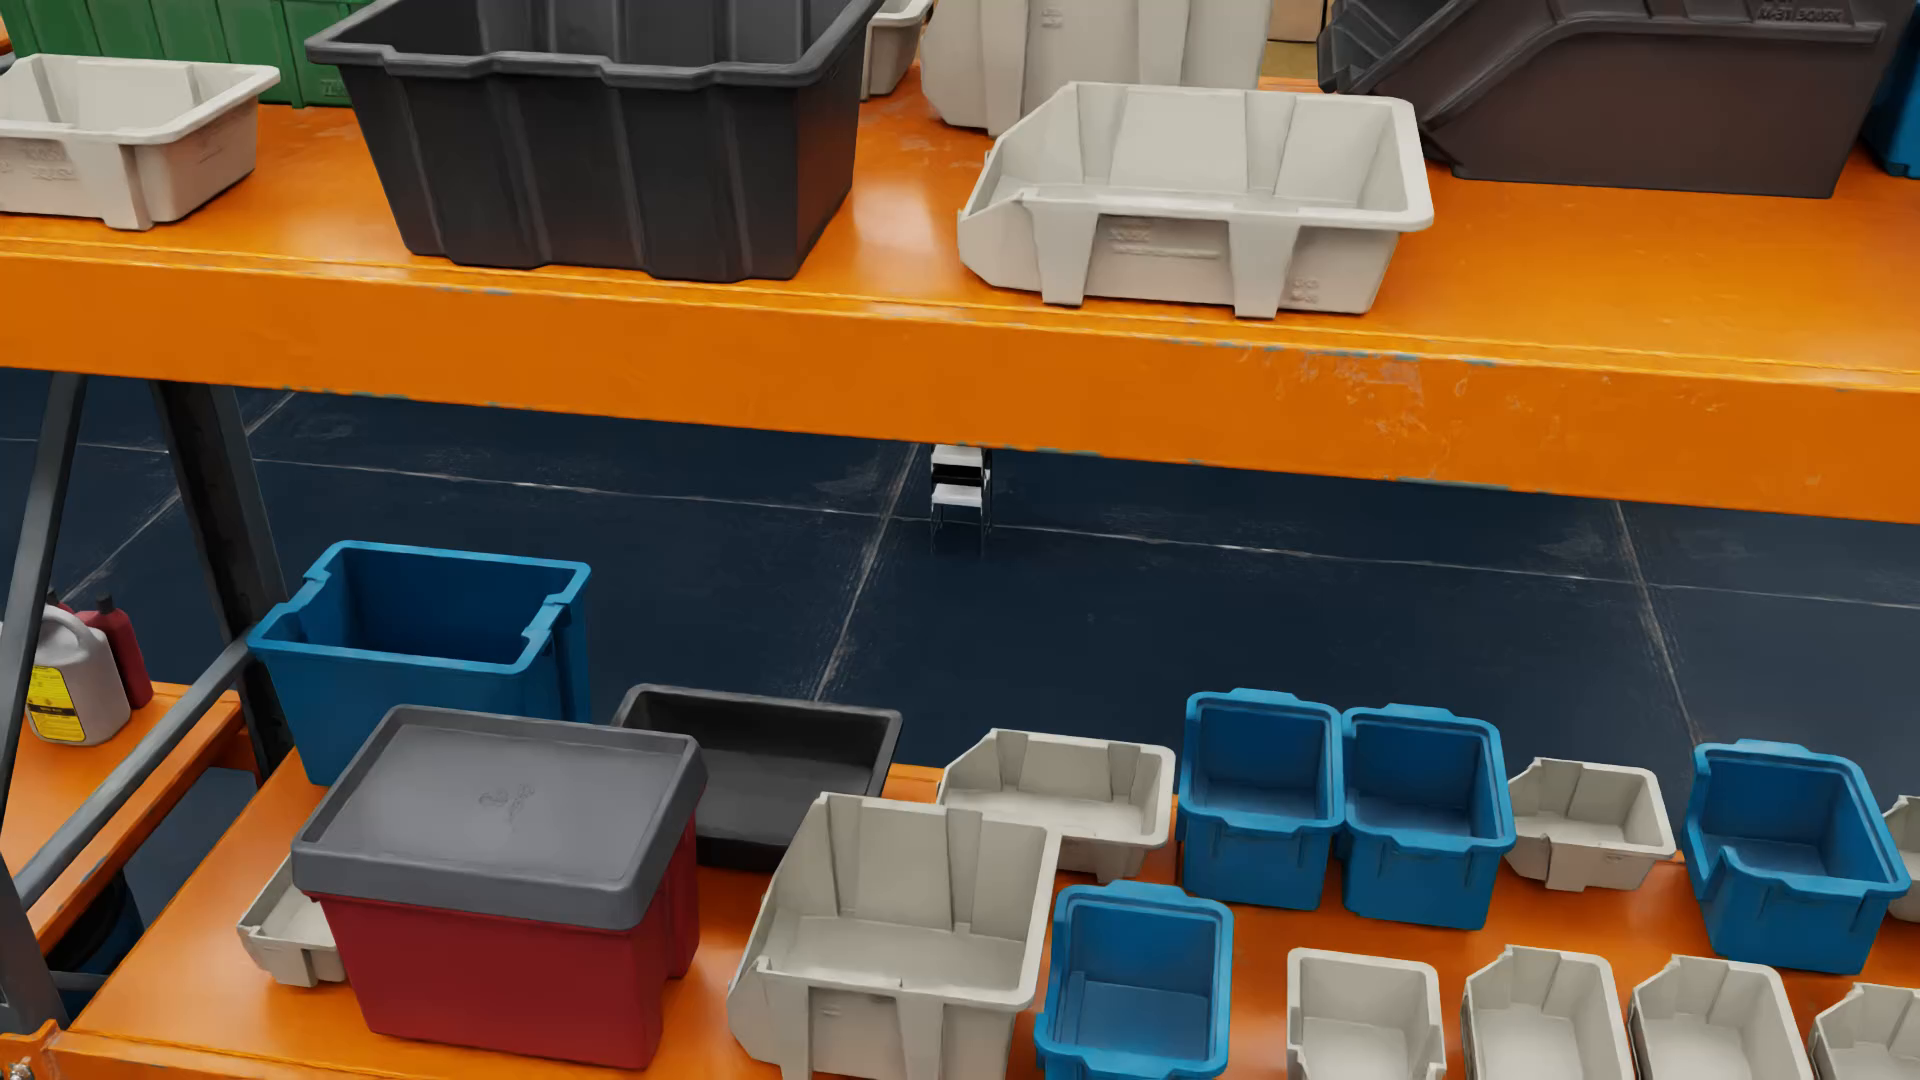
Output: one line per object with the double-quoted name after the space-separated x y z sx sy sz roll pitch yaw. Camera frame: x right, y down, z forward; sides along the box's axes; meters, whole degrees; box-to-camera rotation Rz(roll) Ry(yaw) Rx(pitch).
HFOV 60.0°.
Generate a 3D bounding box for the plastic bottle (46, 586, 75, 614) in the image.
-2.009 0.225 3.673 0.133 0.283 0.061 5 32 8 "plastic bottle"

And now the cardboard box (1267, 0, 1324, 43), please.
1.191 -2.286 6.538 0.500 0.500 0.500 6 33 10 "cardboard box"

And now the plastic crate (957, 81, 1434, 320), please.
0.276 -0.414 2.005 0.530 0.136 0.437 5 32 8 "plastic crate"

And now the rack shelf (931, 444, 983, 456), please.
0.008 -0.429 6.480 0.200 0.077 0.258 5 32 8 "rack shelf"

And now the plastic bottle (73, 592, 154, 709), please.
-1.878 0.237 3.654 0.133 0.283 0.061 5 32 8 "plastic bottle"

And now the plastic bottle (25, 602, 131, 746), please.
-1.920 0.260 3.554 0.185 0.351 0.144 5 32 8 "plastic bottle"

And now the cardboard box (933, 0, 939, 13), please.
0.175 -2.378 6.685 0.500 0.500 0.500 4 32 7 "cardboard box"

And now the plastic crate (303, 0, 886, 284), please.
-0.410 -0.518 2.047 0.590 0.269 0.497 5 32 8 "plastic crate"

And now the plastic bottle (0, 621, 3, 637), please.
-2.126 0.259 3.696 0.097 0.201 0.097 0 32 0 "plastic bottle"

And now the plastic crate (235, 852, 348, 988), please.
-1.153 0.646 3.082 0.243 0.136 0.396 5 32 8 "plastic crate"

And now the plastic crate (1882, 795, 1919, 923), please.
1.865 0.621 3.123 0.298 0.136 0.250 5 32 8 "plastic crate"

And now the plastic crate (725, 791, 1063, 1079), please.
-0.114 0.701 2.858 0.530 0.282 0.437 5 32 8 "plastic crate"

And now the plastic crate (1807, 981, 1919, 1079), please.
1.521 0.909 2.663 0.243 0.136 0.396 5 32 8 "plastic crate"

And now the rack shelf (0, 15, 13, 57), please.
-3.560 -0.701 2.894 4.000 0.370 1.077 5 32 8 "rack shelf"

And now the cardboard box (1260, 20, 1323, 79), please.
1.205 -1.866 6.810 0.500 0.500 0.500 5 32 8 "cardboard box"

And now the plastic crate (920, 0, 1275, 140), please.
0.222 -0.780 2.453 0.530 0.282 0.437 5 32 8 "plastic crate"

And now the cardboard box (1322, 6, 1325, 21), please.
1.795 -2.099 7.182 0.500 0.500 0.500 5 32 8 "cardboard box"

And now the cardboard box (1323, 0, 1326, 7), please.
1.790 -2.523 6.917 0.500 0.500 0.500 6 32 9 "cardboard box"

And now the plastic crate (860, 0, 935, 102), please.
-0.270 -0.801 2.625 0.466 0.136 0.293 5 32 8 "plastic crate"

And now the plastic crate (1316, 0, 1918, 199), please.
0.895 -0.725 2.312 0.767 0.338 0.504 5 32 8 "plastic crate"

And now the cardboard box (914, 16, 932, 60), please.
-0.294 -2.001 7.025 0.500 0.500 0.500 6 33 9 "cardboard box"

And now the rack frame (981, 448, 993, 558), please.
0.108 -0.372 6.496 0.006 0.900 0.240 5 32 8 "rack frame"

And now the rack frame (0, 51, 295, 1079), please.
-1.589 0.445 3.211 0.053 2.616 0.949 5 32 8 "rack frame"

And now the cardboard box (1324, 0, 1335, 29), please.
1.697 -2.240 6.465 0.500 0.500 0.500 6 33 10 "cardboard box"

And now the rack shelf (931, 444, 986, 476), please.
0.008 -0.352 6.528 0.200 0.077 0.258 5 32 8 "rack shelf"

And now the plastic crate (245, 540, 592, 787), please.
-1.070 0.288 3.421 0.575 0.384 0.392 5 32 8 "plastic crate"

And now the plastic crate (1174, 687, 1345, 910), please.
0.573 0.508 3.213 0.300 0.233 0.416 5 32 8 "plastic crate"

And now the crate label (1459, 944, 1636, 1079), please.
0.959 0.864 2.735 0.243 0.136 0.396 5 32 8 "crate label"

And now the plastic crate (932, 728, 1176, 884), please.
0.179 0.528 3.271 0.466 0.136 0.293 5 32 8 "plastic crate"

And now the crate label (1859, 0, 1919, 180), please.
1.500 -0.659 2.289 0.502 0.251 0.408 5 32 8 "crate label"

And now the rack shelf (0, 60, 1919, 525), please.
0.383 -0.344 2.324 4.000 0.370 1.077 5 32 8 "rack shelf"

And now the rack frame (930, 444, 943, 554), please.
-0.092 -0.390 6.525 0.006 0.900 0.240 5 32 8 "rack frame"

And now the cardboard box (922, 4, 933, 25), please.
-0.334 -2.424 6.758 0.500 0.500 0.500 6 33 9 "cardboard box"

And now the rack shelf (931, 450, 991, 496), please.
0.008 -0.276 6.576 0.200 0.077 0.258 5 32 8 "rack shelf"

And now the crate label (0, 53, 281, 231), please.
-1.154 -0.521 2.177 0.466 0.136 0.293 5 32 8 "crate label"

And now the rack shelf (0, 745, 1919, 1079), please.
0.383 0.927 3.120 4.000 0.370 1.077 5 32 8 "rack shelf"

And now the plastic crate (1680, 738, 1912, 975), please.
1.518 0.593 3.076 0.300 0.233 0.416 5 32 8 "plastic crate"

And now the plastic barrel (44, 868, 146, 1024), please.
-2.121 1.098 3.751 0.708 0.901 0.600 5 32 8 "plastic barrel"

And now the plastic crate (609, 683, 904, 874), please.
-0.439 0.494 3.336 0.590 0.125 0.437 5 32 8 "plastic crate"

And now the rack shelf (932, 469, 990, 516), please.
0.008 -0.200 6.623 0.200 0.077 0.258 5 32 8 "rack shelf"

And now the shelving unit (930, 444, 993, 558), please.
0.008 -0.381 6.510 0.210 0.900 0.258 5 32 8 "shelving unit"

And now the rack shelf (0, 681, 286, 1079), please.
-3.560 0.570 3.690 4.000 0.370 1.077 5 32 8 "rack shelf"

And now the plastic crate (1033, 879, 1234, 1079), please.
0.287 0.797 2.751 0.300 0.233 0.416 5 32 8 "plastic crate"

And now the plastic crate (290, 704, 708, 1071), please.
-0.750 0.602 2.844 0.583 0.464 0.402 5 32 8 "plastic crate"

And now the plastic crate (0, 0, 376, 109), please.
-1.120 -0.858 2.666 0.662 0.188 0.450 5 32 8 "plastic crate"

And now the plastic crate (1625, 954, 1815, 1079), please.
1.237 0.876 2.716 0.243 0.136 0.396 5 32 8 "plastic crate"

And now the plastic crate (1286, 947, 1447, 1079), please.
0.664 0.847 2.762 0.250 0.136 0.298 5 32 8 "plastic crate"

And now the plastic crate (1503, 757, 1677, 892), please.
1.196 0.560 3.219 0.298 0.136 0.250 5 32 8 "plastic crate"

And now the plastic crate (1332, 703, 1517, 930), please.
0.869 0.535 3.170 0.300 0.233 0.416 5 32 8 "plastic crate"
